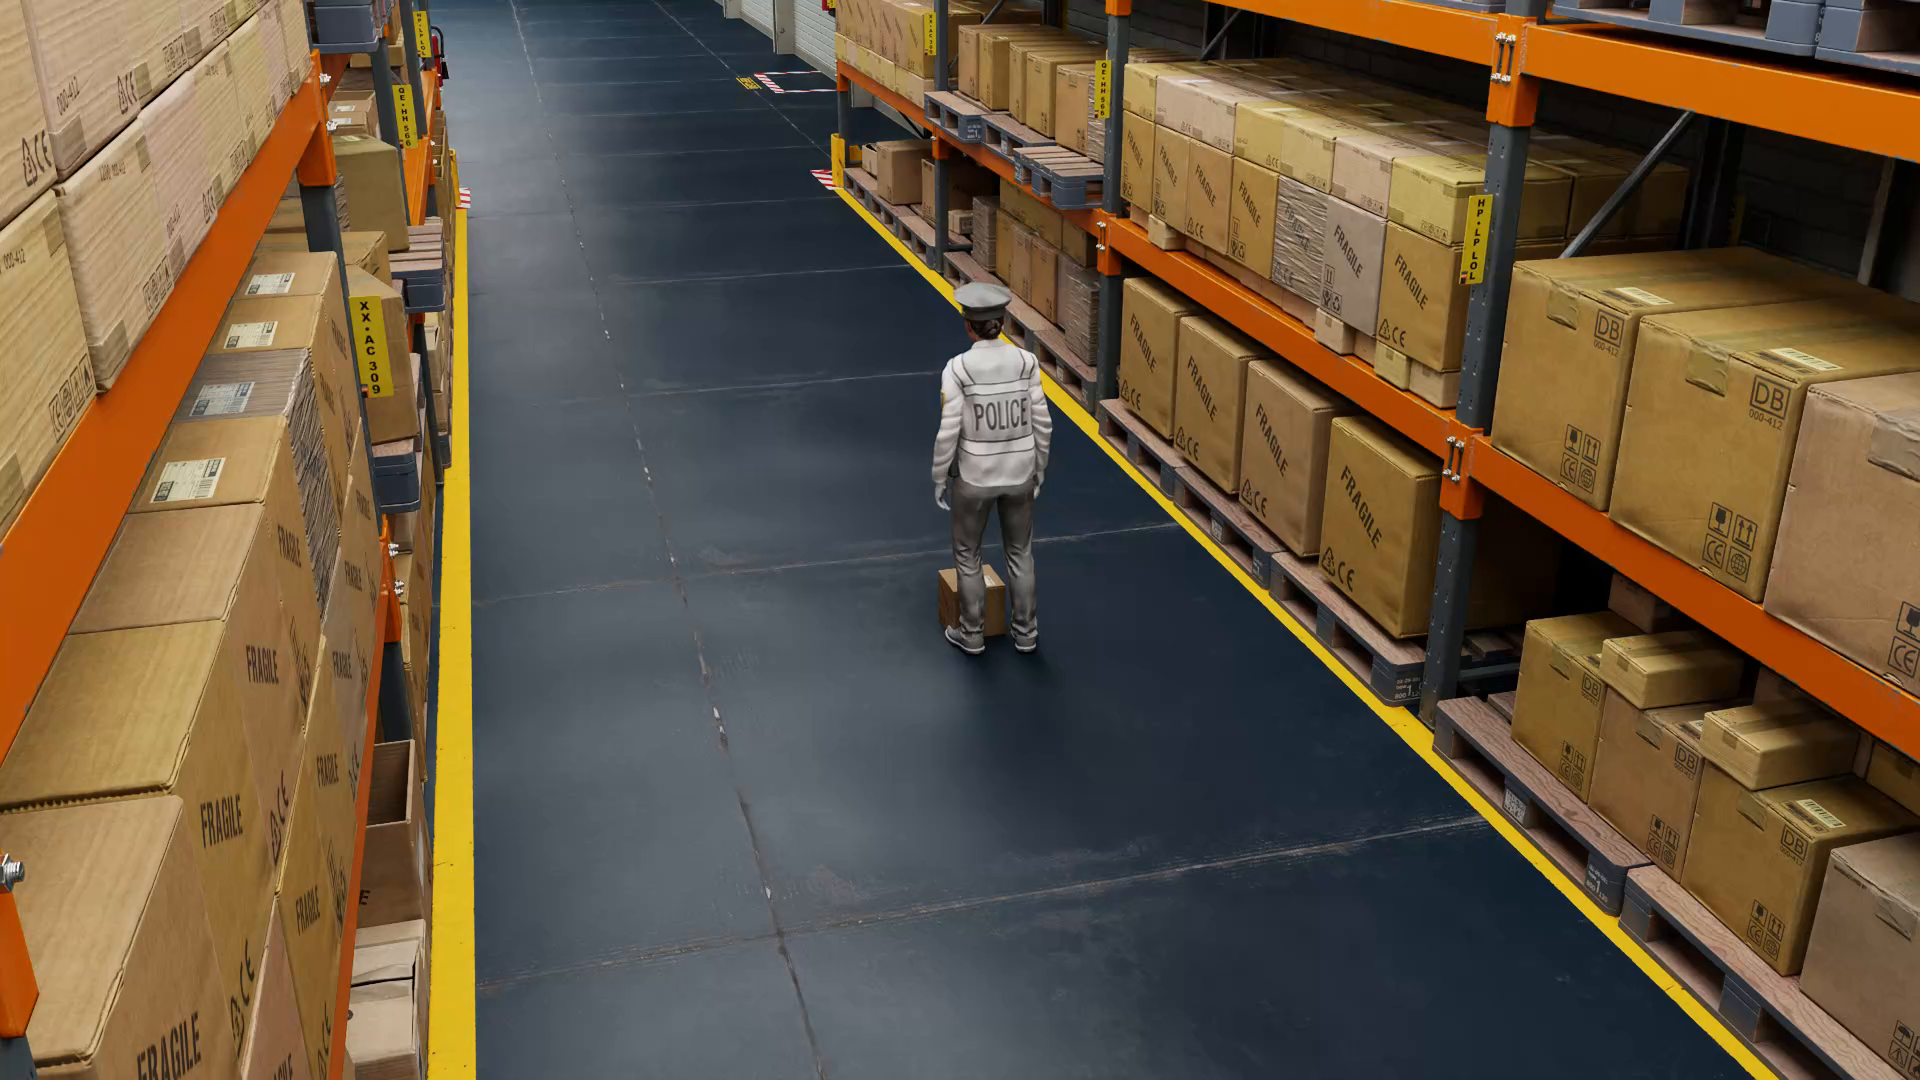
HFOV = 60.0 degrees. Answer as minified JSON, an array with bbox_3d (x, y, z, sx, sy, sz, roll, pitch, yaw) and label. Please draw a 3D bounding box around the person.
[{"bbox_3d":[0.127,-0.279,7.245,0.530,1.663,0.412,-7,24,-17],"label":"person"}]
